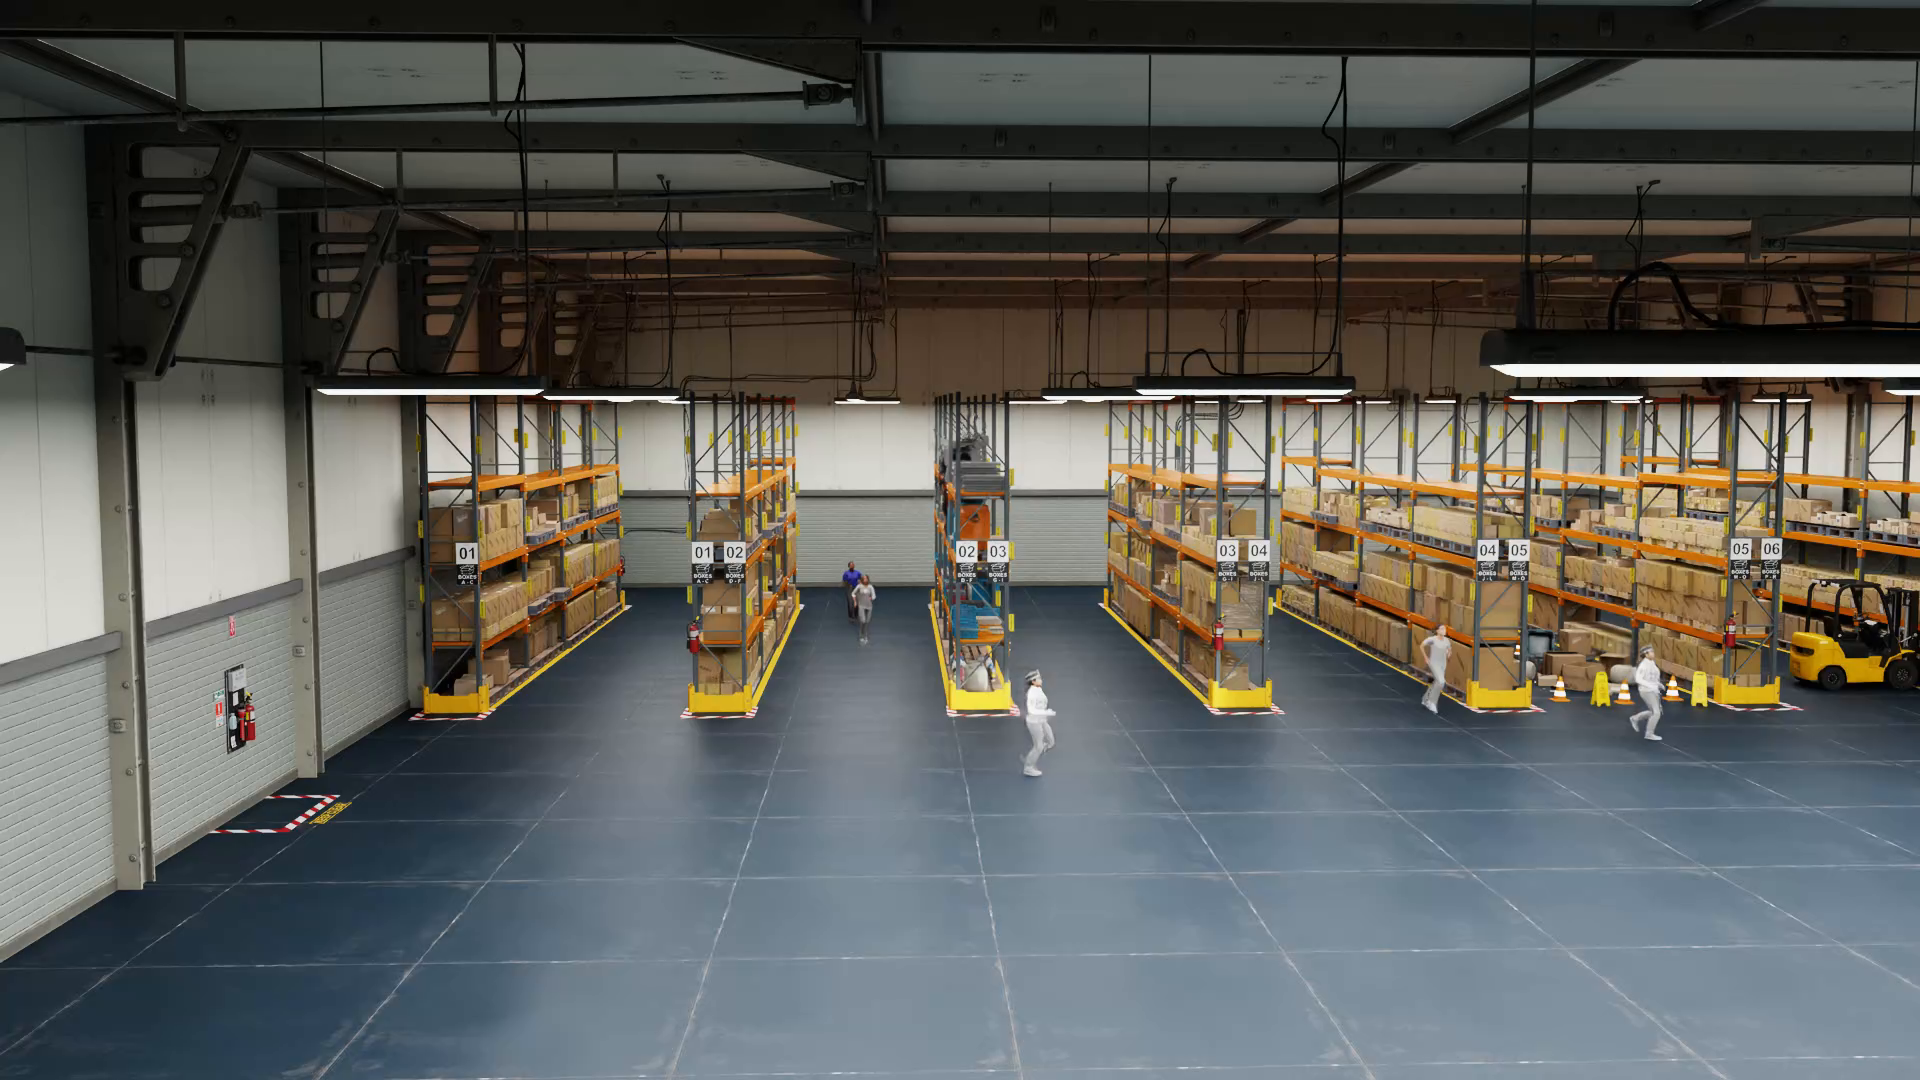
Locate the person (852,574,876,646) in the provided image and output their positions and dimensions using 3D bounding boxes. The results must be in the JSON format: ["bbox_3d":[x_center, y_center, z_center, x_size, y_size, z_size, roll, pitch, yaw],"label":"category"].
[{"bbox_3d":[-2.178,1.598,38.032,0.506,1.631,0.646,-1,5,-16],"label":"person"}]

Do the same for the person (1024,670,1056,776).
[{"bbox_3d":[1.251,2.823,25.741,0.554,1.656,0.602,1,5,18],"label":"person"}]

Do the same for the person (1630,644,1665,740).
[{"bbox_3d":[11.817,2.603,28.645,0.588,1.646,0.615,4,6,42],"label":"person"}]

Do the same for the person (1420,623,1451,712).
[{"bbox_3d":[9.001,2.397,31.384,0.549,1.685,0.686,-2,5,-23],"label":"person"}]

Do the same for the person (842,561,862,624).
[{"bbox_3d":[-2.834,1.397,43.947,0.548,1.649,0.681,-1,5,-10],"label":"person"}]
